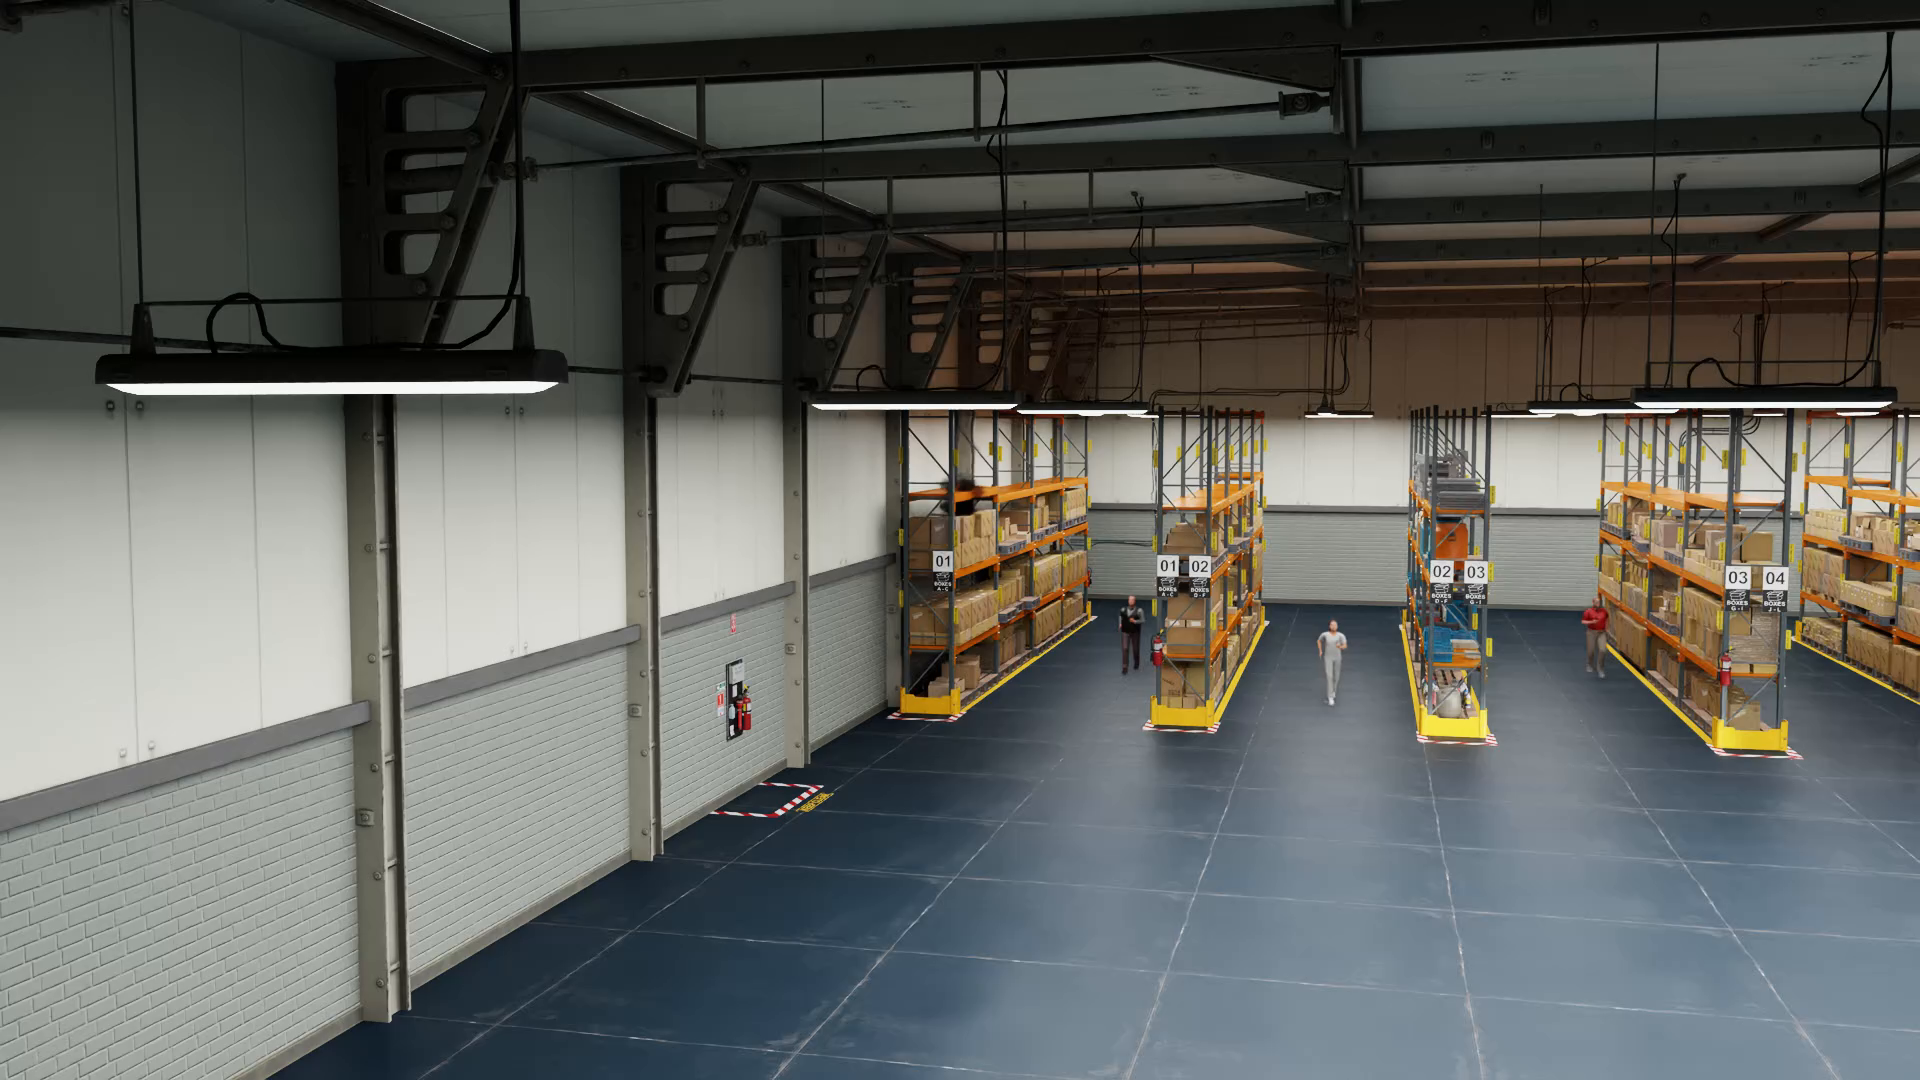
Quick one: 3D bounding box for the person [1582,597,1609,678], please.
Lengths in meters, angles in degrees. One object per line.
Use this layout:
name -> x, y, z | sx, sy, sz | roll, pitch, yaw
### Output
person -> 14.284, 2.182, 37.351 | 0.642, 1.787, 0.762 | 1, 4, 9

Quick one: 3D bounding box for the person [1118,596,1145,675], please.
person -> 3.881, 2.132, 37.695 | 0.644, 1.734, 0.904 | 1, 4, 15

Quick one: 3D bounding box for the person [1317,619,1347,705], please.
person -> 7.558, 2.443, 33.737 | 0.558, 1.678, 0.940 | 0, 4, 3
